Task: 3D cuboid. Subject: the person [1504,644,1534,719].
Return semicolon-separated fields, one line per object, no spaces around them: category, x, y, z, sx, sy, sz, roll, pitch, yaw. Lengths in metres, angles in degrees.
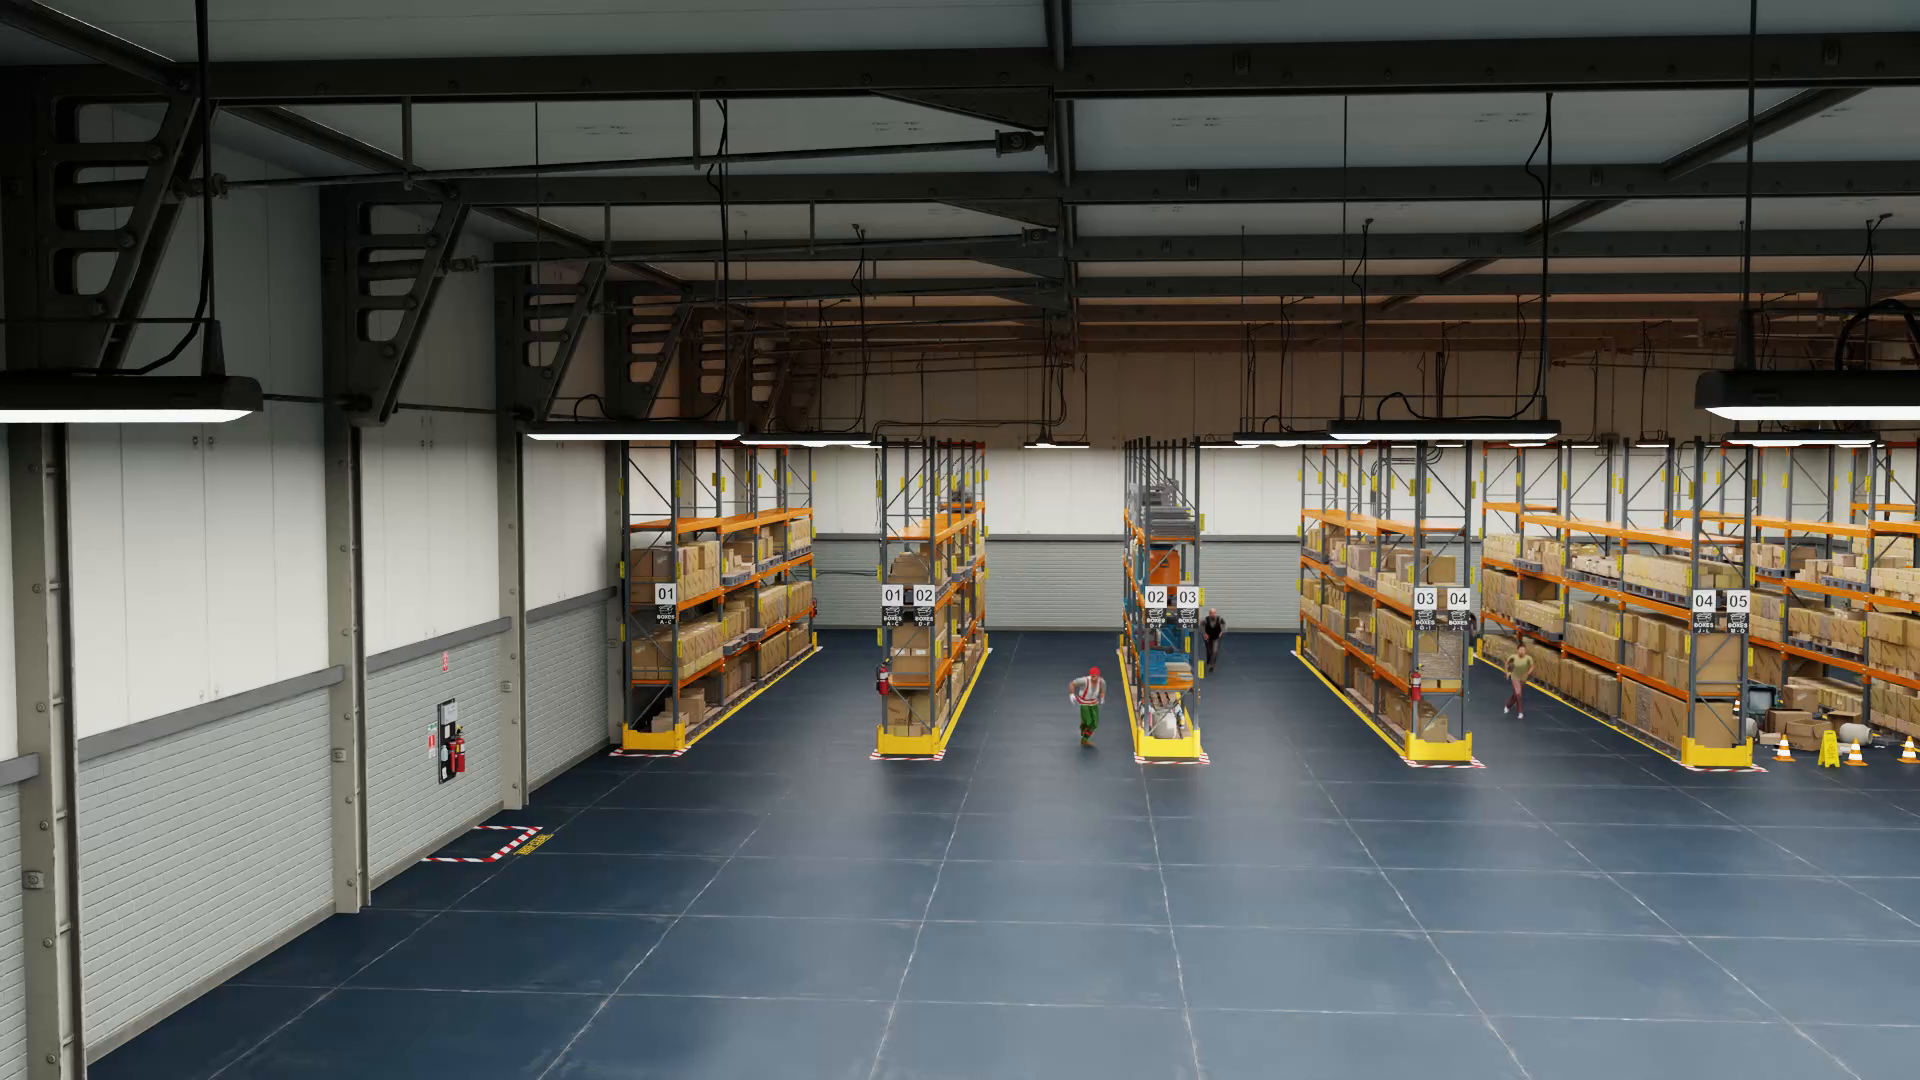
person;12.058;3.022;35.927;0.584;1.628;0.805;0;3;5

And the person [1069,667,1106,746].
person;2.471;3.215;32.101;0.694;1.589;0.828;-1;3;-16

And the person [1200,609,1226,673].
person;6.583;2.598;43.412;0.676;1.680;0.955;0;3;1

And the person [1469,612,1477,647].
person;13.034;2.530;43.100;0.735;1.786;1.111;0;3;4

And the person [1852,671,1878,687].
person;20.883;2.807;38.333;0.672;1.760;0.812;0;3;-2
